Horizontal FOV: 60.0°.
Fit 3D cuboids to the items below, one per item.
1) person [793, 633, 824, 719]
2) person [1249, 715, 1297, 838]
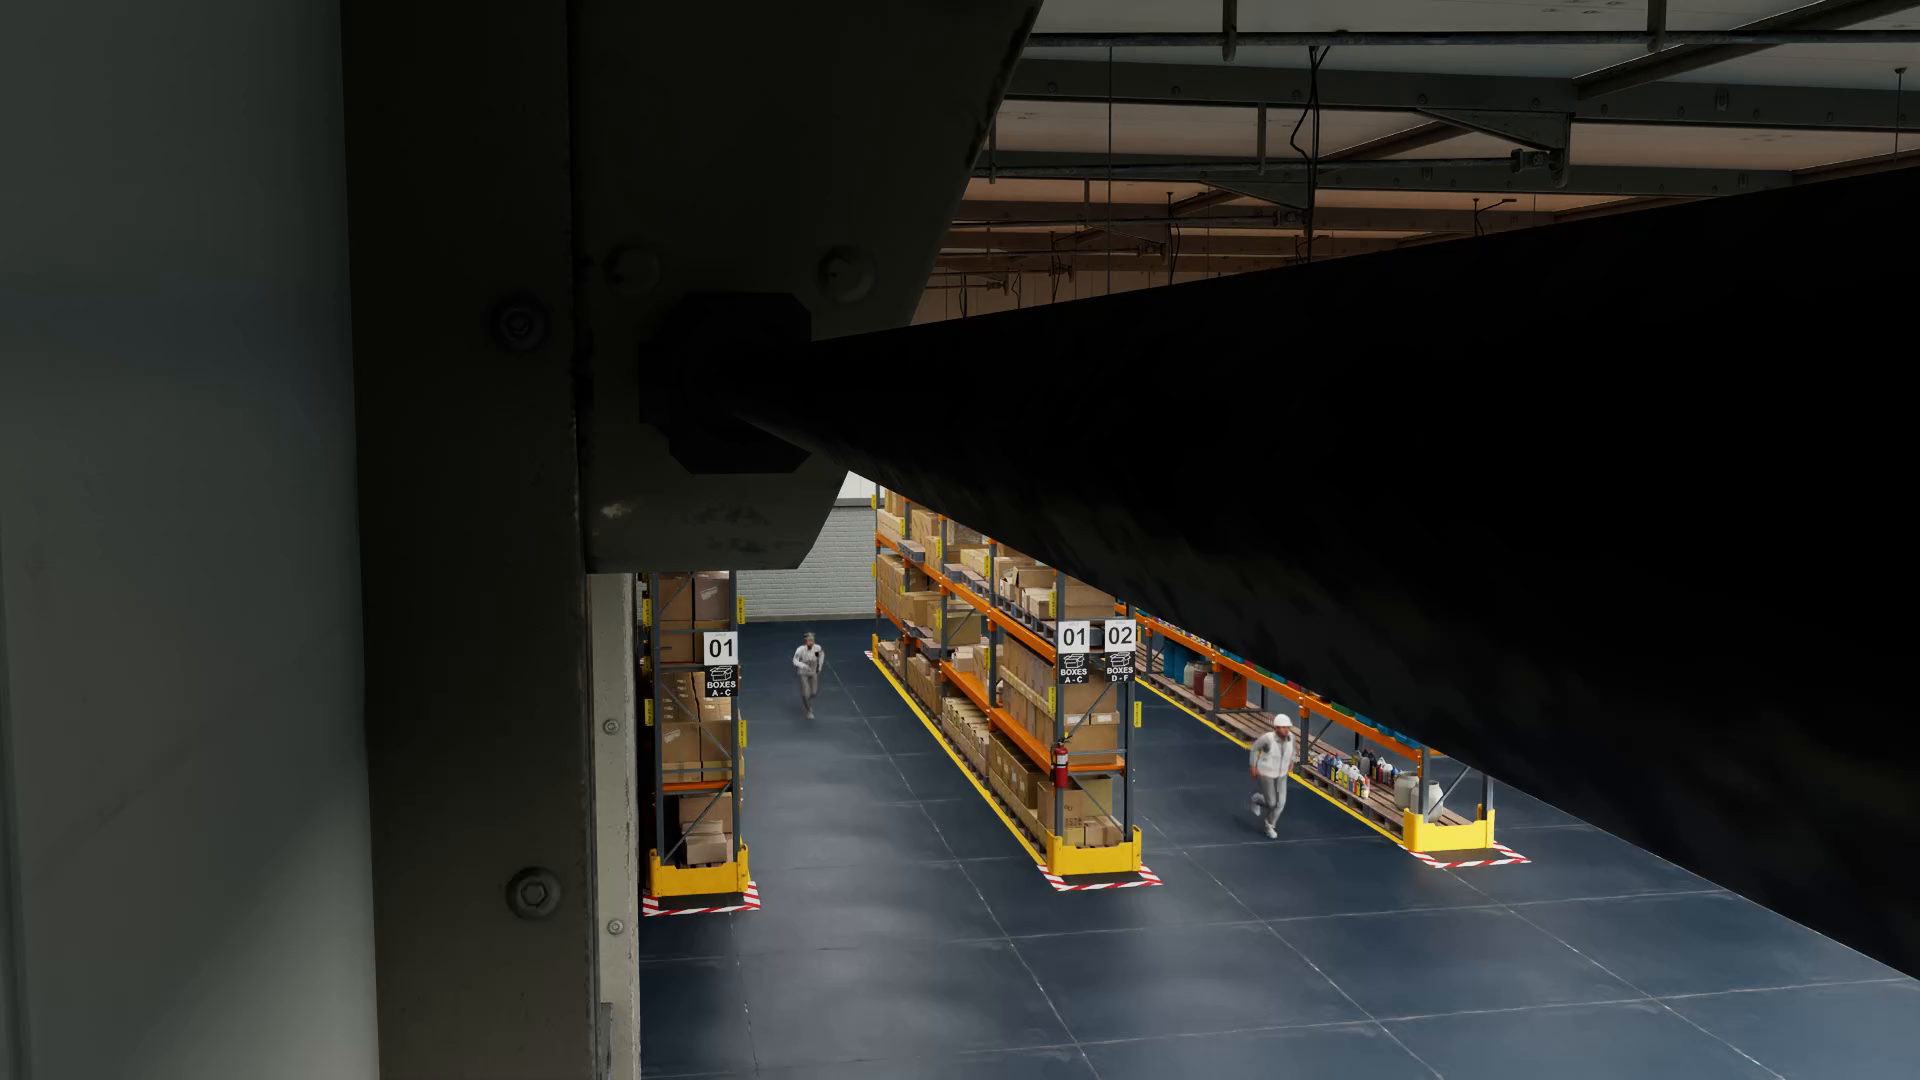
[{"bbox_3d":[-2.726,2.455,30.132,0.605,1.612,0.671,-1,6,-14],"label":"person"},{"bbox_3d":[4.256,3.181,22.661,0.653,1.711,0.797,-3,6,-24],"label":"person"}]
